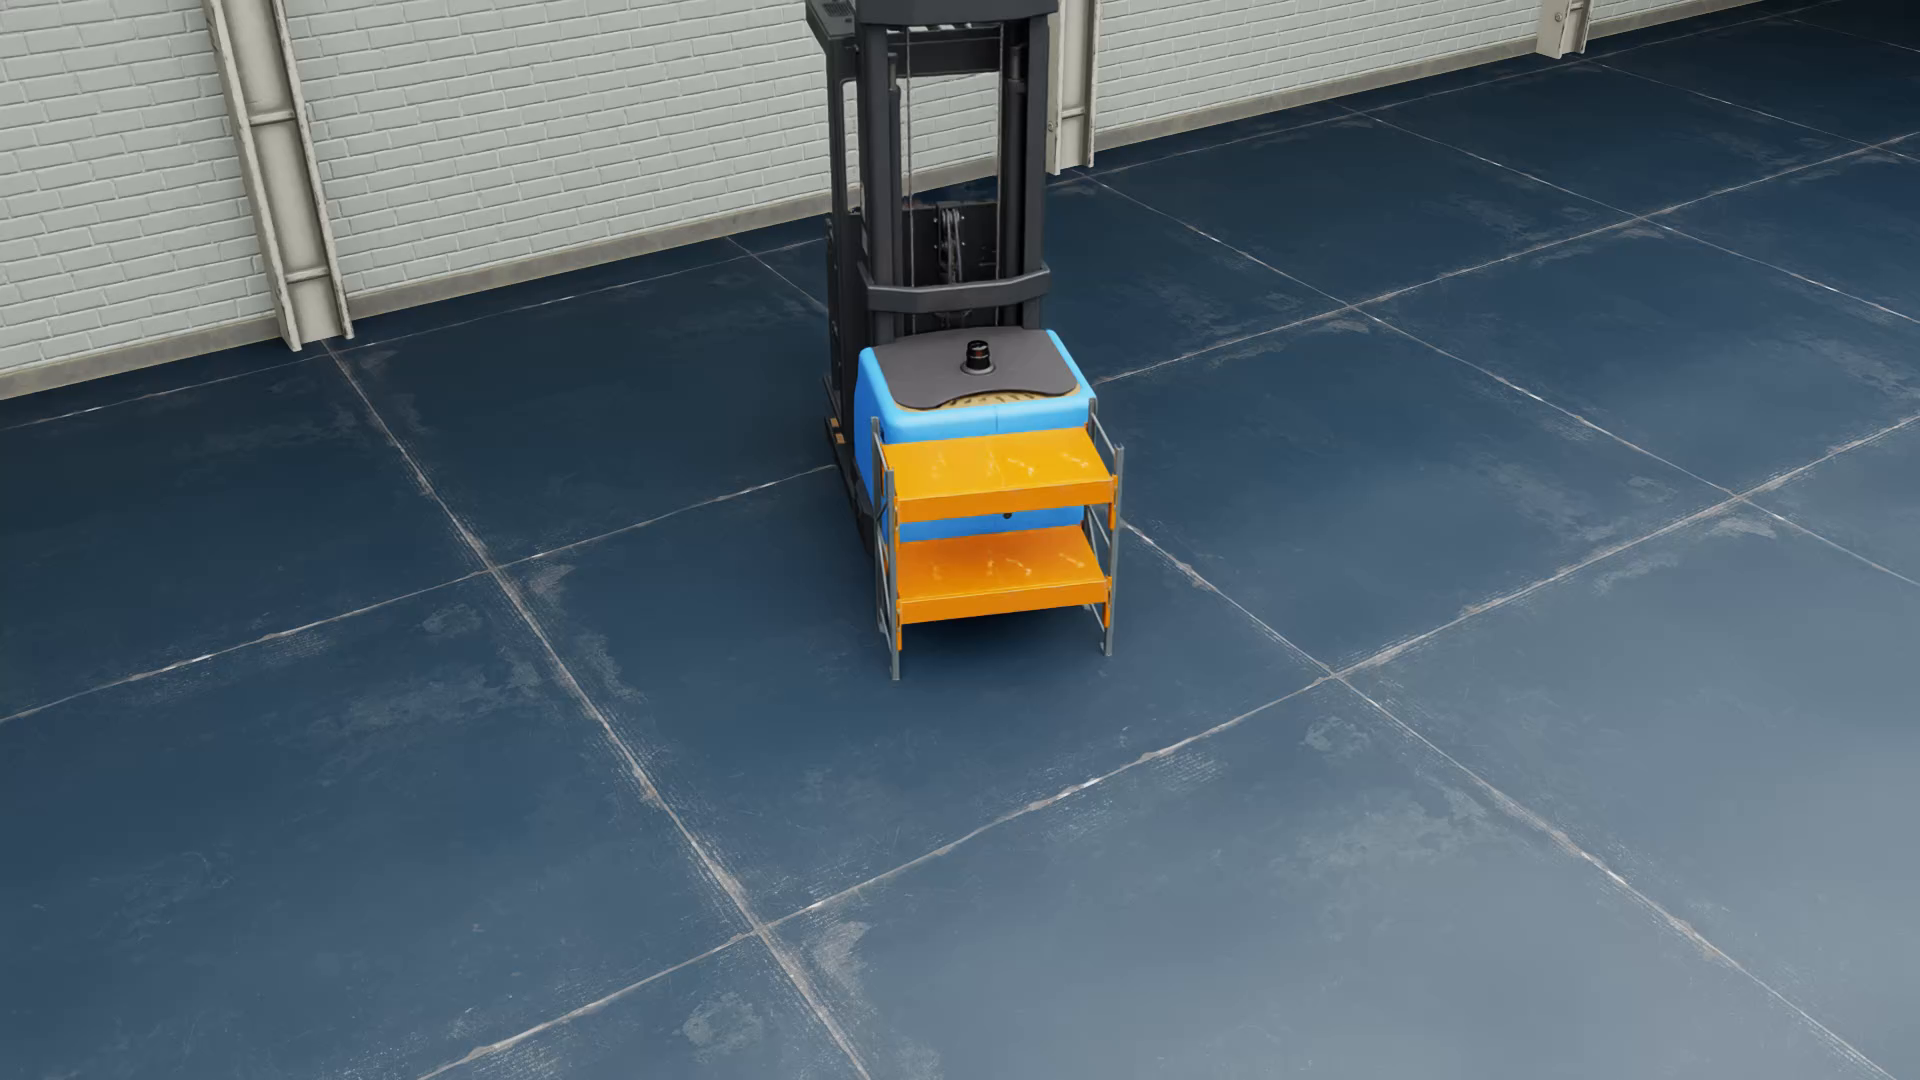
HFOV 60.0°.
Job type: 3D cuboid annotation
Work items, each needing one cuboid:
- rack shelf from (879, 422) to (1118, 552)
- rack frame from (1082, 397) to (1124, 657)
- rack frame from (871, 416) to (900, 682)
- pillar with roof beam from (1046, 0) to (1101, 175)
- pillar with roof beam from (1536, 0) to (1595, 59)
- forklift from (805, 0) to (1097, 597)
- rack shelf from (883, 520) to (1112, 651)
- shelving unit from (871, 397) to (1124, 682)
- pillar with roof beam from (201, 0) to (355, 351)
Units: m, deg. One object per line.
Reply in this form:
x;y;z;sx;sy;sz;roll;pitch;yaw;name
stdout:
0.157;-0.250;7.543;1.000;0.278;0.538;-6;33;-9;rack shelf
0.656;-0.053;7.780;0.032;1.125;0.500;-6;33;-9;rack frame
-0.342;0.049;7.619;0.032;1.125;0.500;-6;33;-9;rack frame
3.180;-4.944;8.153;0.400;9.000;9.100;-19;37;-27;pillar with roof beam
8.223;-6.678;10.902;0.400;9.000;9.100;-19;37;-27;pillar with roof beam
-0.161;-1.715;8.722;1.130;2.935;3.031;-7;33;-11;forklift
0.157;0.204;7.830;1.000;0.278;0.538;-6;33;-9;rack shelf
0.157;-0.002;7.699;1.048;1.125;0.538;-6;33;-9;shelving unit
-1.863;-3.209;5.403;0.400;9.000;9.100;-19;37;-27;pillar with roof beam
